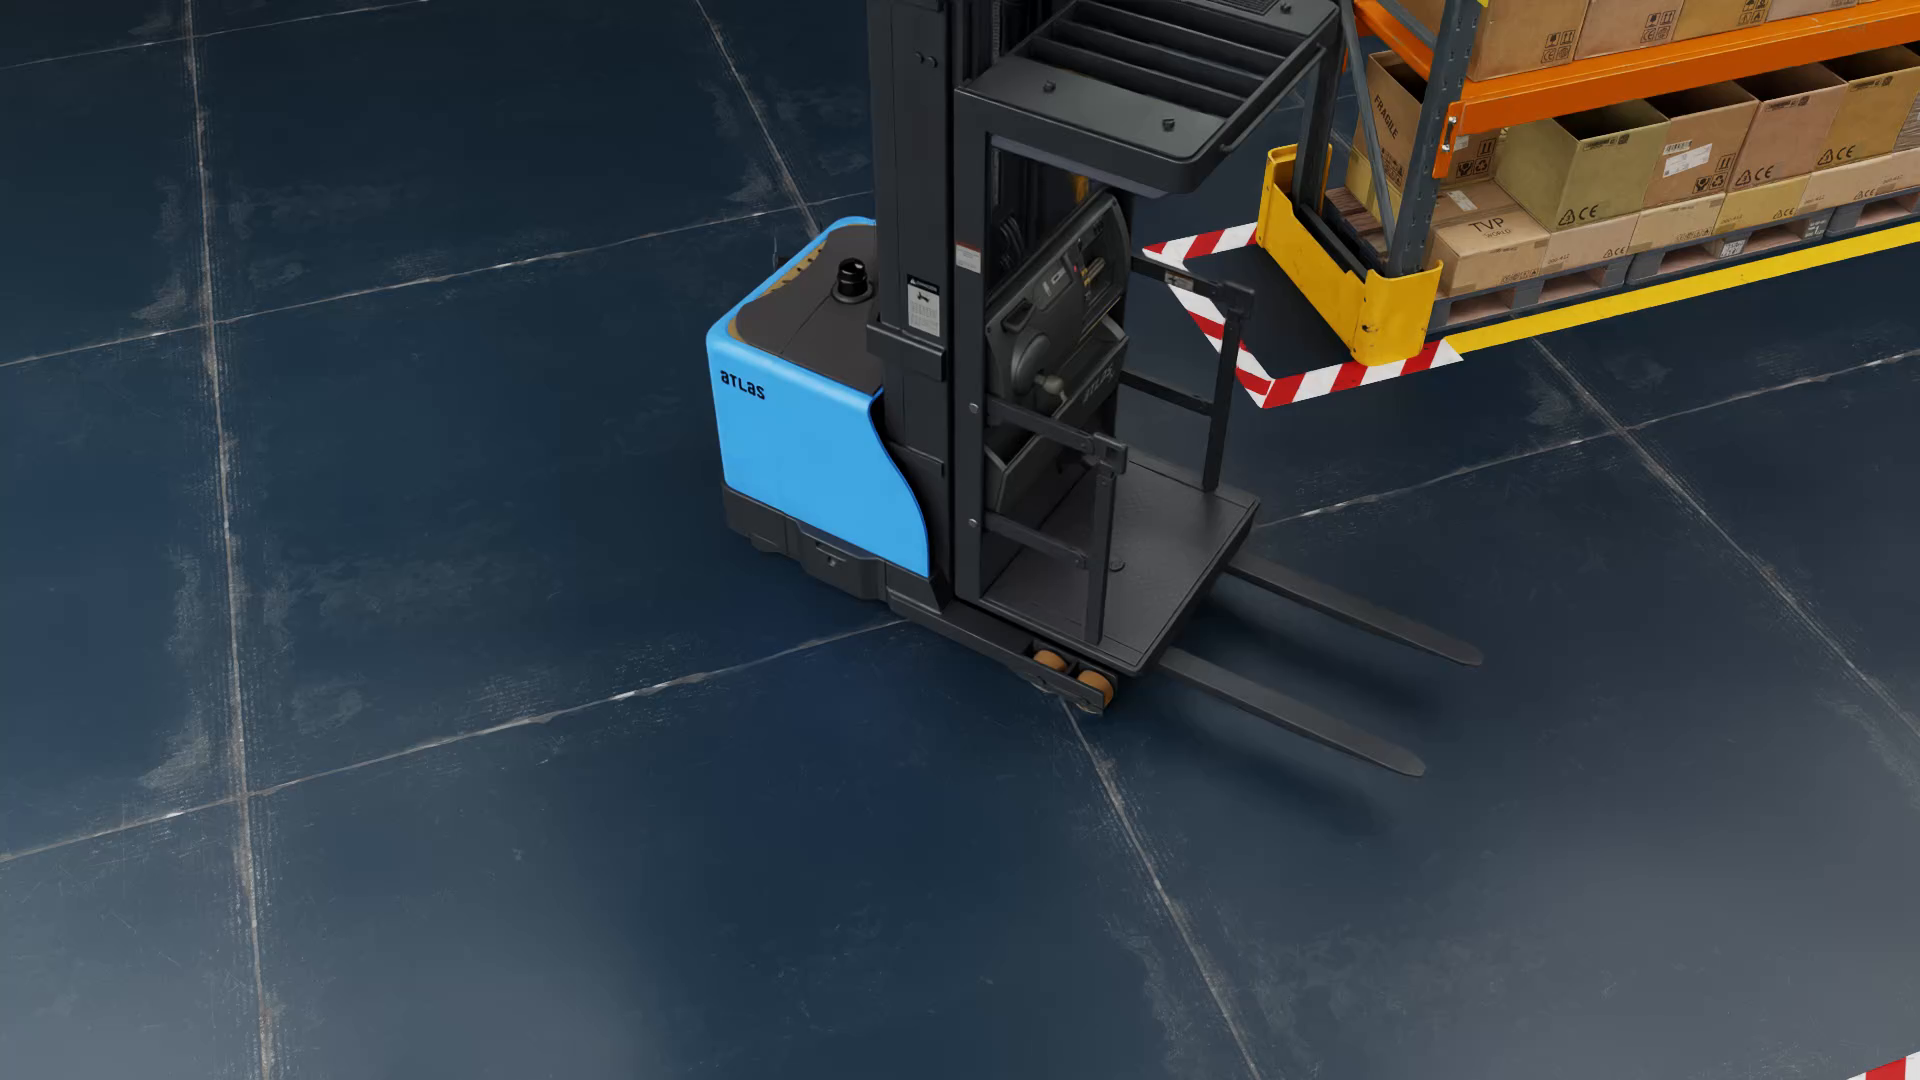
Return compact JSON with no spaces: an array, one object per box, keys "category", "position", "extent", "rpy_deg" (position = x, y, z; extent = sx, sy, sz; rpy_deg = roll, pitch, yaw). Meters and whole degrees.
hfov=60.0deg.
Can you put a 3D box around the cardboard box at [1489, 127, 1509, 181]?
[{"category":"cardboard box","position":[2.764,-1.935,8.515],"extent":[0.500,0.250,0.500],"rpy_deg":[-14,47,-14]}]

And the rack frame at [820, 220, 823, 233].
[{"category":"rack frame","position":[-0.586,-0.975,7.392],"extent":[0.006,0.900,0.240],"rpy_deg":[-3,45,-2]}]

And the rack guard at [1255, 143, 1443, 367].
[{"category":"rack guard","position":[1.872,-1.415,8.117],"extent":[0.348,0.500,1.175],"rpy_deg":[-14,47,-14]}]

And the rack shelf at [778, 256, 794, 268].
[{"category":"rack shelf","position":[-0.690,-1.137,7.221],"extent":[0.200,0.077,0.258],"rpy_deg":[-3,45,-2]}]

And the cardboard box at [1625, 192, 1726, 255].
[{"category":"cardboard box","position":[3.414,-1.705,8.285],"extent":[0.500,0.250,0.500],"rpy_deg":[-14,47,-14]}]

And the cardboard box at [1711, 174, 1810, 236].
[{"category":"cardboard box","position":[3.886,-1.822,8.402],"extent":[0.500,0.250,0.500],"rpy_deg":[-14,47,-14]}]

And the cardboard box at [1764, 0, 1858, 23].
[{"category":"cardboard box","position":[3.793,-2.817,7.678],"extent":[0.500,0.500,0.700],"rpy_deg":[-13,47,-13]}]

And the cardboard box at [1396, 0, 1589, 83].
[{"category":"cardboard box","position":[2.338,-2.443,7.305],"extent":[0.500,0.500,0.700],"rpy_deg":[-14,47,-14]}]

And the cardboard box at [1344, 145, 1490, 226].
[{"category":"cardboard box","position":[2.298,-1.807,8.387],"extent":[0.500,0.250,0.500],"rpy_deg":[-14,47,-14]}]

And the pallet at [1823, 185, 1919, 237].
[{"category":"pallet","position":[4.894,-2.118,9.021],"extent":[1.213,0.211,1.003],"rpy_deg":[-14,47,-14]}]

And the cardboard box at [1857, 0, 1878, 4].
[{"category":"cardboard box","position":[4.274,-2.941,7.802],"extent":[0.500,0.500,0.700],"rpy_deg":[-14,47,-13]}]

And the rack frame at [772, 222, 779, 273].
[{"category":"rack frame","position":[-0.789,-0.964,7.384],"extent":[0.006,0.900,0.240],"rpy_deg":[-3,45,-2]}]

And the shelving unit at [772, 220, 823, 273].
[{"category":"shelving unit","position":[-0.687,-0.970,7.388],"extent":[0.210,0.900,0.258],"rpy_deg":[-3,45,-2]}]

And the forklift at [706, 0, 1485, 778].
[{"category":"forklift","position":[0.531,-0.803,5.790],"extent":[3.031,2.935,1.130],"rpy_deg":[24,50,22]}]

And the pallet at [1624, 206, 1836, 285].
[{"category":"pallet","position":[3.745,-1.822,8.726],"extent":[1.213,0.211,1.003],"rpy_deg":[-14,47,-14]}]

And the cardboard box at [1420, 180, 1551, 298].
[{"category":"cardboard box","position":[2.474,-1.462,8.043],"extent":[0.500,0.250,0.500],"rpy_deg":[-14,47,-14]}]

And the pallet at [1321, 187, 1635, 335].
[{"category":"pallet","position":[2.599,-1.531,8.436],"extent":[1.213,0.211,1.003],"rpy_deg":[-14,47,-14]}]

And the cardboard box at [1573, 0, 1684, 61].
[{"category":"cardboard box","position":[2.830,-2.572,7.434],"extent":[0.500,0.500,0.700],"rpy_deg":[-13,47,-13]}]

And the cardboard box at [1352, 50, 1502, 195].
[{"category":"cardboard box","position":[2.298,-2.073,8.123],"extent":[0.500,0.500,0.500],"rpy_deg":[-14,47,-14]}]

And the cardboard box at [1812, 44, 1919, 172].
[{"category":"cardboard box","position":[4.351,-2.215,8.265],"extent":[0.500,0.500,0.500],"rpy_deg":[-14,47,-14]}]

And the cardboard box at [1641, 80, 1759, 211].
[{"category":"cardboard box","position":[3.410,-1.977,8.027],"extent":[0.500,0.500,0.500],"rpy_deg":[-14,47,-14]}]

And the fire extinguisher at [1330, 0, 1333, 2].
[{"category":"fire extinguisher","position":[1.625,-2.557,7.545],"extent":[0.183,0.674,0.296],"rpy_deg":[-14,47,-14]}]

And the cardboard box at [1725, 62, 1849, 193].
[{"category":"cardboard box","position":[3.886,-2.086,8.136],"extent":[0.500,0.500,0.500],"rpy_deg":[-14,47,-14]}]

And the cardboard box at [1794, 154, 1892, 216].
[{"category":"cardboard box","position":[4.356,-1.942,8.522],"extent":[0.500,0.250,0.500],"rpy_deg":[-14,47,-14]}]

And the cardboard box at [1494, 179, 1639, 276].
[{"category":"cardboard box","position":[2.943,-1.585,8.166],"extent":[0.500,0.250,0.500],"rpy_deg":[-14,47,-14]}]

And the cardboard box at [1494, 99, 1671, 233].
[{"category":"cardboard box","position":[2.944,-1.848,7.899],"extent":[0.500,0.500,0.500],"rpy_deg":[-14,47,-14]}]

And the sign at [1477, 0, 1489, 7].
[{"category":"sign","position":[2.077,-2.266,6.533],"extent":[0.005,0.325,0.100],"rpy_deg":[-14,47,-14]}]

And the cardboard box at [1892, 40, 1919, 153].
[{"category":"cardboard box","position":[4.820,-2.338,8.387],"extent":[0.500,0.500,0.500],"rpy_deg":[-14,47,-14]}]

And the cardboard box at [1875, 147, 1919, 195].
[{"category":"cardboard box","position":[4.821,-2.072,8.652],"extent":[0.500,0.250,0.500],"rpy_deg":[-14,47,-14]}]

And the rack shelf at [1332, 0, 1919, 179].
[{"category":"rack shelf","position":[3.775,-2.531,7.972],"extent":[4.000,0.370,1.077],"rpy_deg":[-14,47,-14]}]

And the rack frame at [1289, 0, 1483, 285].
[{"category":"rack frame","position":[1.894,-2.304,7.237],"extent":[0.127,3.000,1.000],"rpy_deg":[-14,47,-14]}]

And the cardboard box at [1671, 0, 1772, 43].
[{"category":"cardboard box","position":[3.299,-2.688,7.550],"extent":[0.500,0.500,0.700],"rpy_deg":[-14,47,-14]}]
